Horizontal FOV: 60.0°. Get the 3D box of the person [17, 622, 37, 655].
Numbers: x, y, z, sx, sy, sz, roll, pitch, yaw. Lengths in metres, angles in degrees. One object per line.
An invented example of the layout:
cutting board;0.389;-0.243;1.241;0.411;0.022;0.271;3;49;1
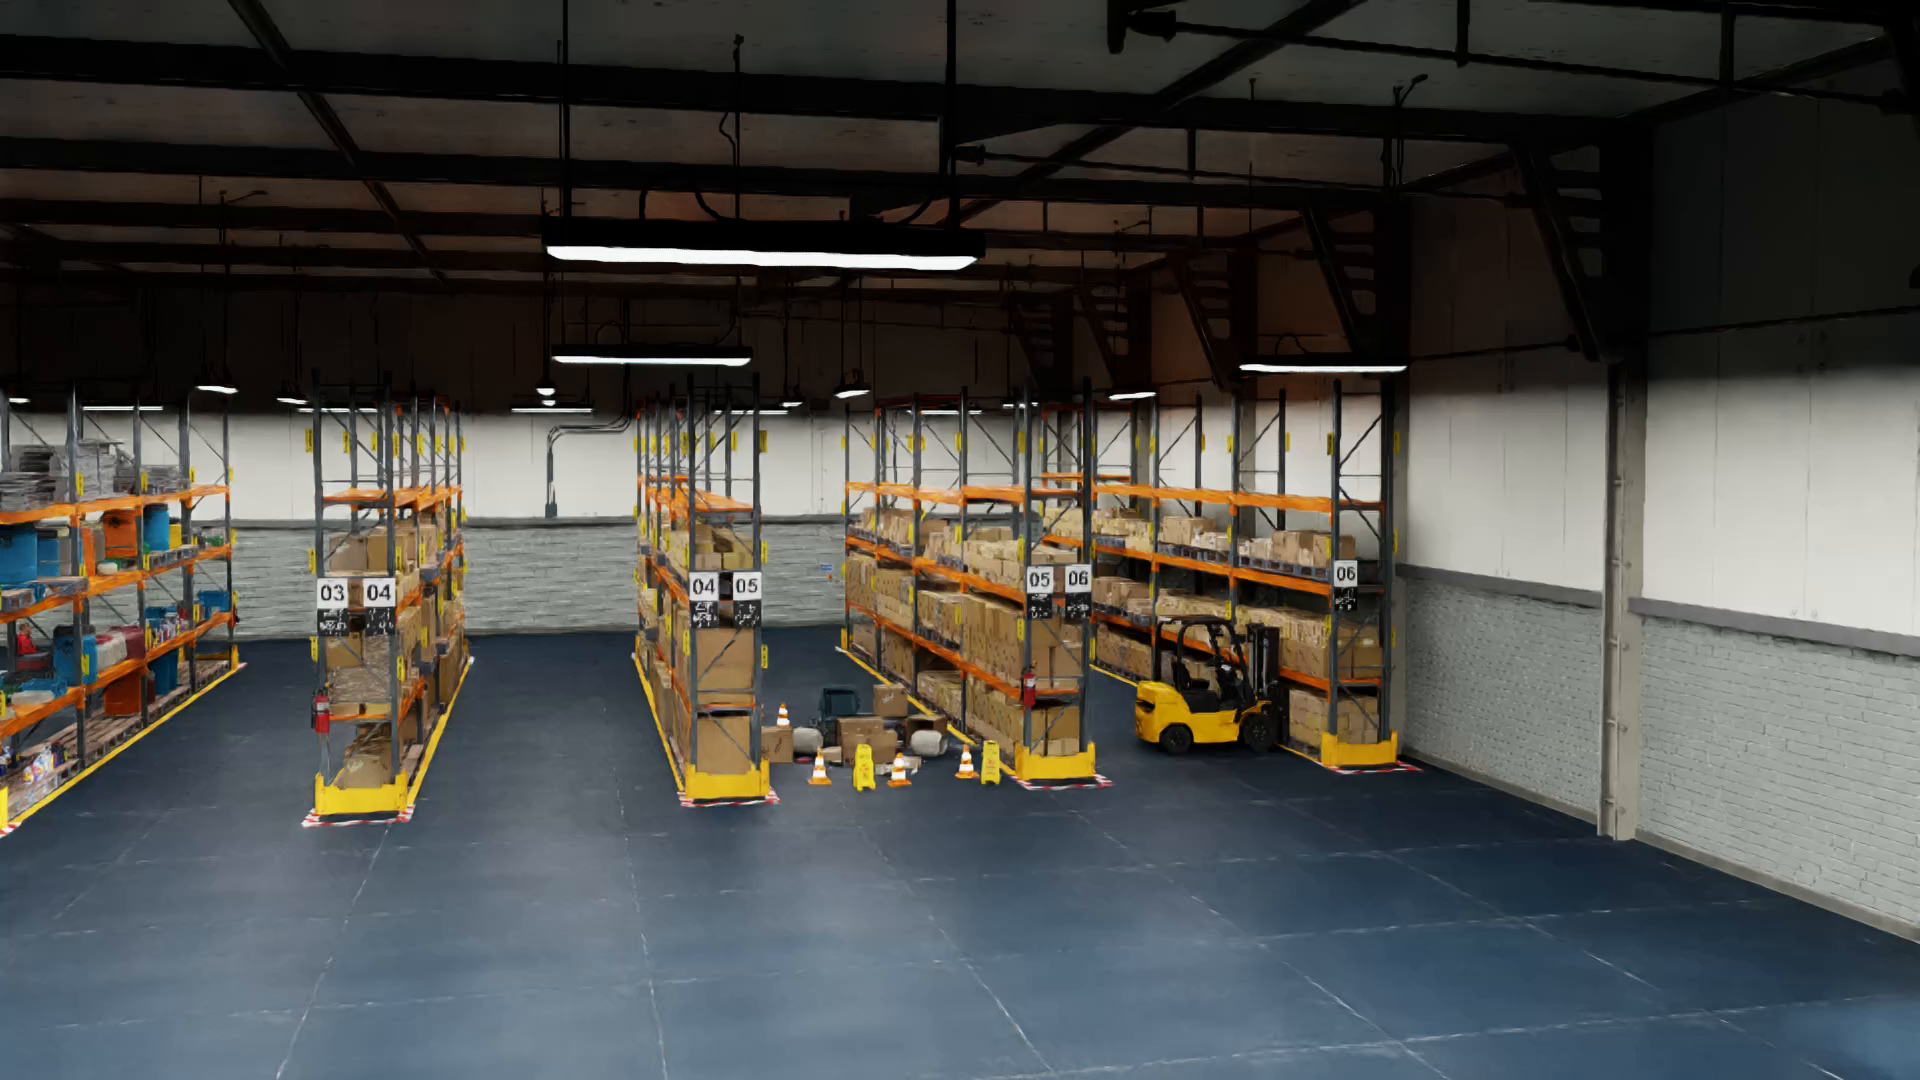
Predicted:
person;-17.089;2.362;30.494;0.474;1.739;0.628;-3;5;-43
